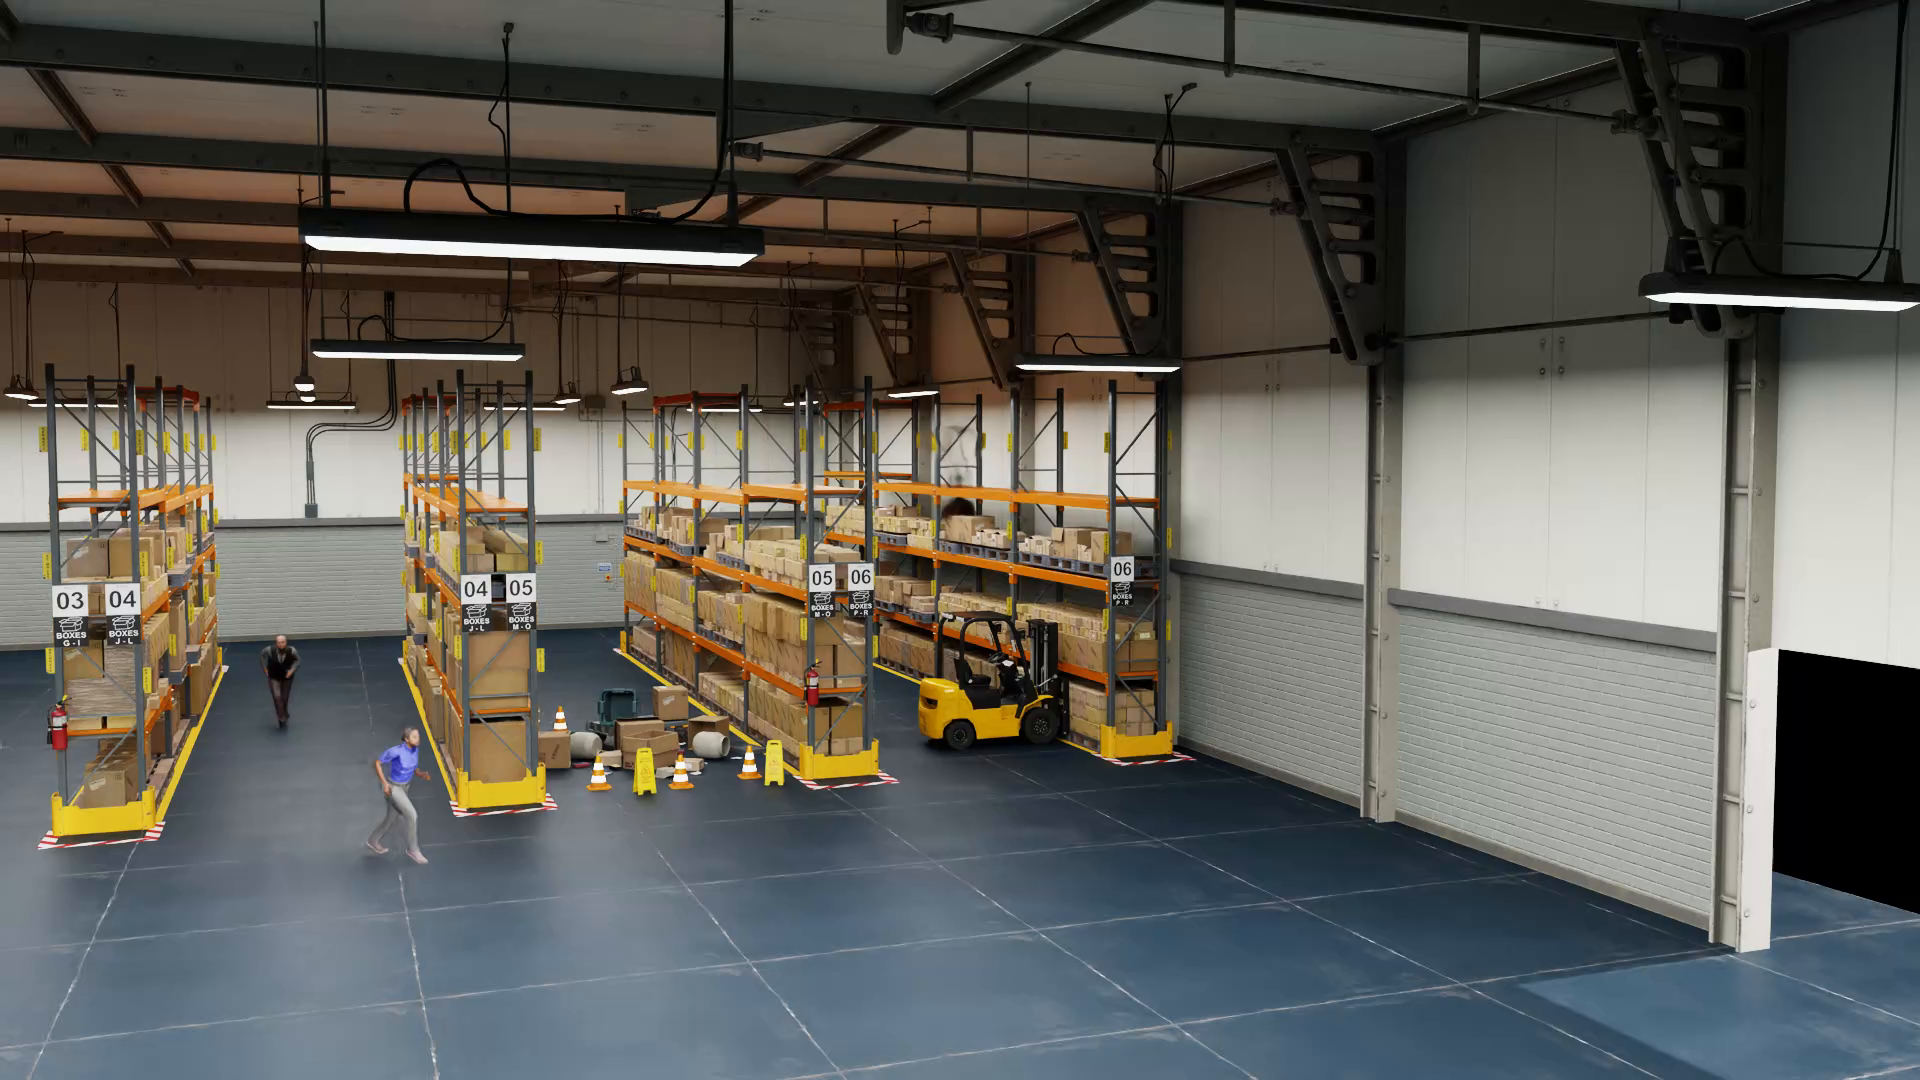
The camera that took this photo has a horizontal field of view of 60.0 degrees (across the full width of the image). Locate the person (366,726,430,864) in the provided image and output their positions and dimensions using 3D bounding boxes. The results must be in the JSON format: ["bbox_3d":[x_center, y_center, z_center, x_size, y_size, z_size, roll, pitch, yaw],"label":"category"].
[{"bbox_3d":[-6.770,3.042,19.931,0.878,1.652,0.571,1,3,16],"label":"person"}]

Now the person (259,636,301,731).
[{"bbox_3d":[-11.994,2.486,29.366,0.696,1.681,1.007,-1,4,-21],"label":"person"}]
